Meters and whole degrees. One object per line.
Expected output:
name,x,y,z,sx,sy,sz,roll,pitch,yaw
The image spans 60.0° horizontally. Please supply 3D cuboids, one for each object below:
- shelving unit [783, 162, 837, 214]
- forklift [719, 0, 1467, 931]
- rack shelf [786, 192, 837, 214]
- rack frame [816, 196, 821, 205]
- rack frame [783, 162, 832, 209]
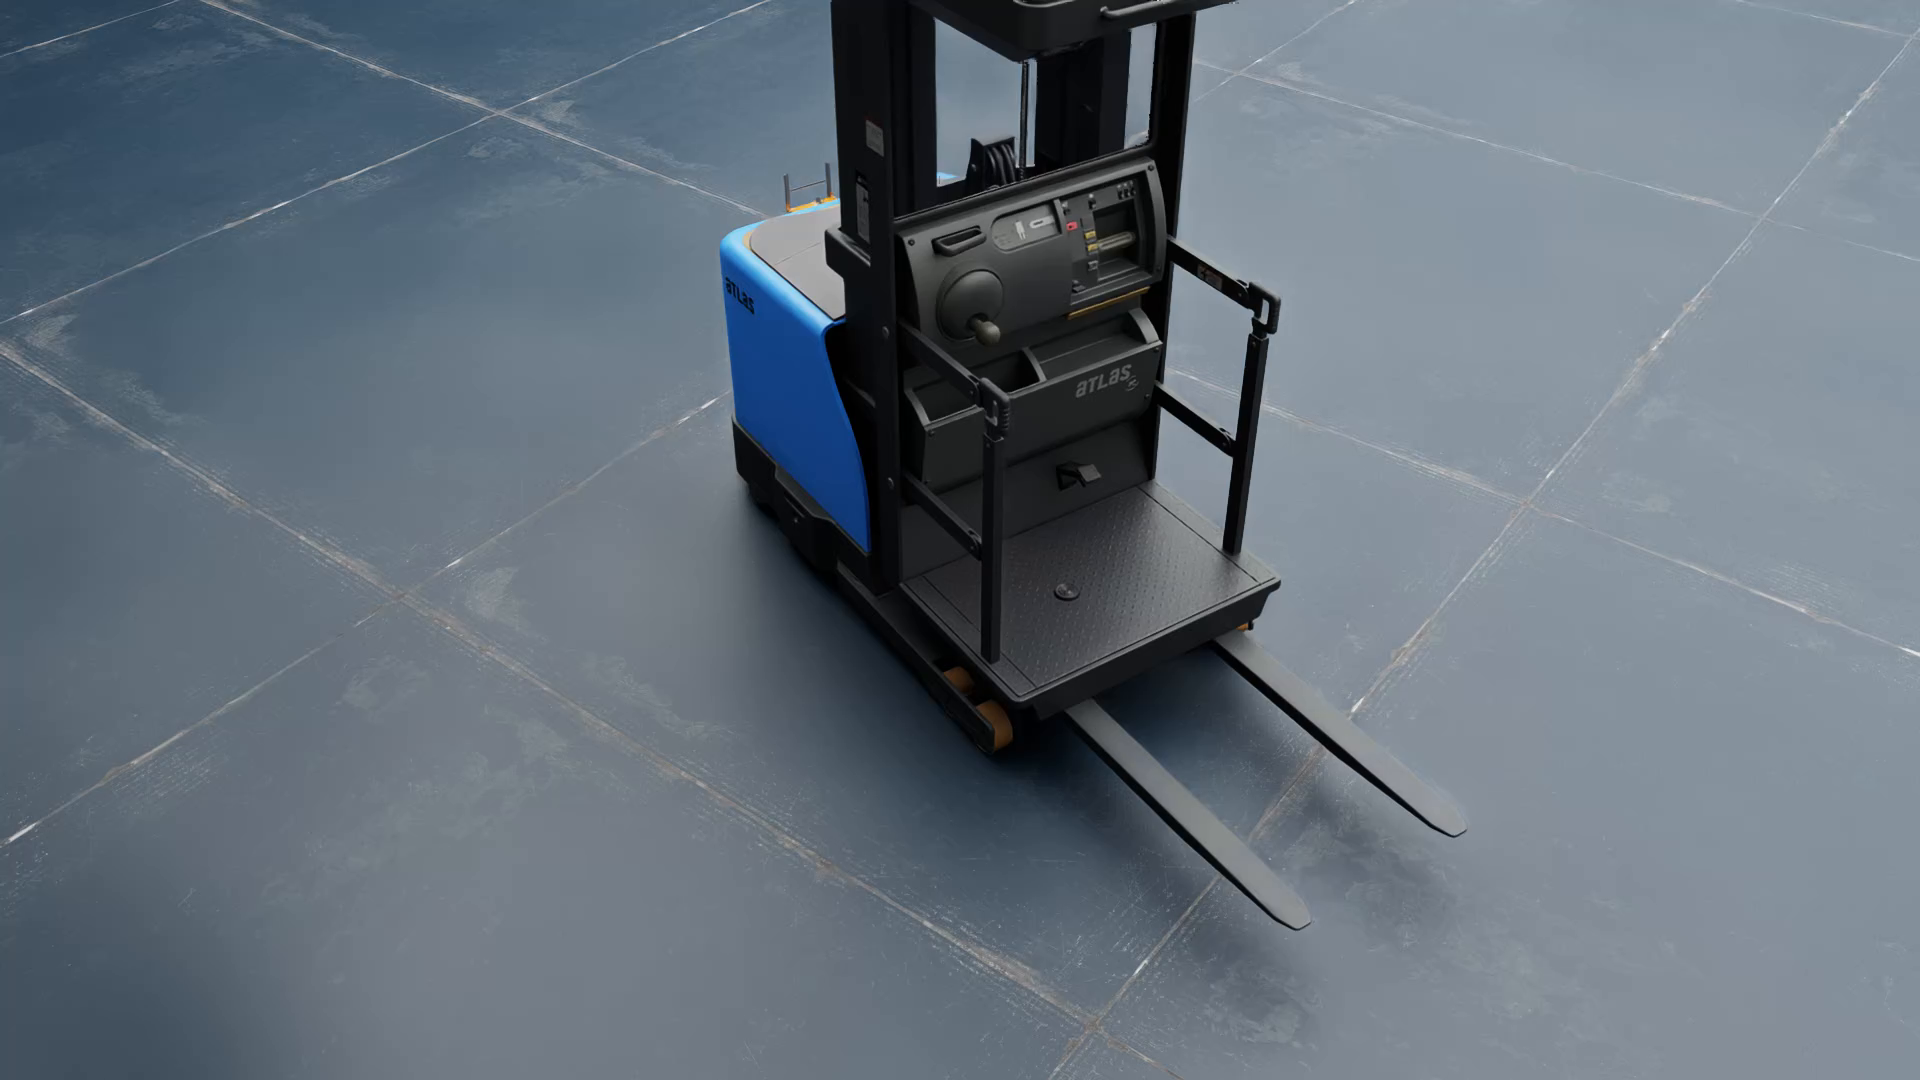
shelving unit,-0.510,-0.941,6.595,0.215,1.050,0.252,-23,42,-26
forklift,0.360,-0.806,4.902,1.130,2.935,3.031,-22,43,-26
rack shelf,-0.514,-1.160,6.432,0.215,0.259,0.240,-23,42,-26
rack frame,-0.442,-0.882,6.514,0.200,1.050,0.008,-23,42,-26
rack frame,-0.579,-1.001,6.677,0.200,1.050,0.008,-23,42,-26
